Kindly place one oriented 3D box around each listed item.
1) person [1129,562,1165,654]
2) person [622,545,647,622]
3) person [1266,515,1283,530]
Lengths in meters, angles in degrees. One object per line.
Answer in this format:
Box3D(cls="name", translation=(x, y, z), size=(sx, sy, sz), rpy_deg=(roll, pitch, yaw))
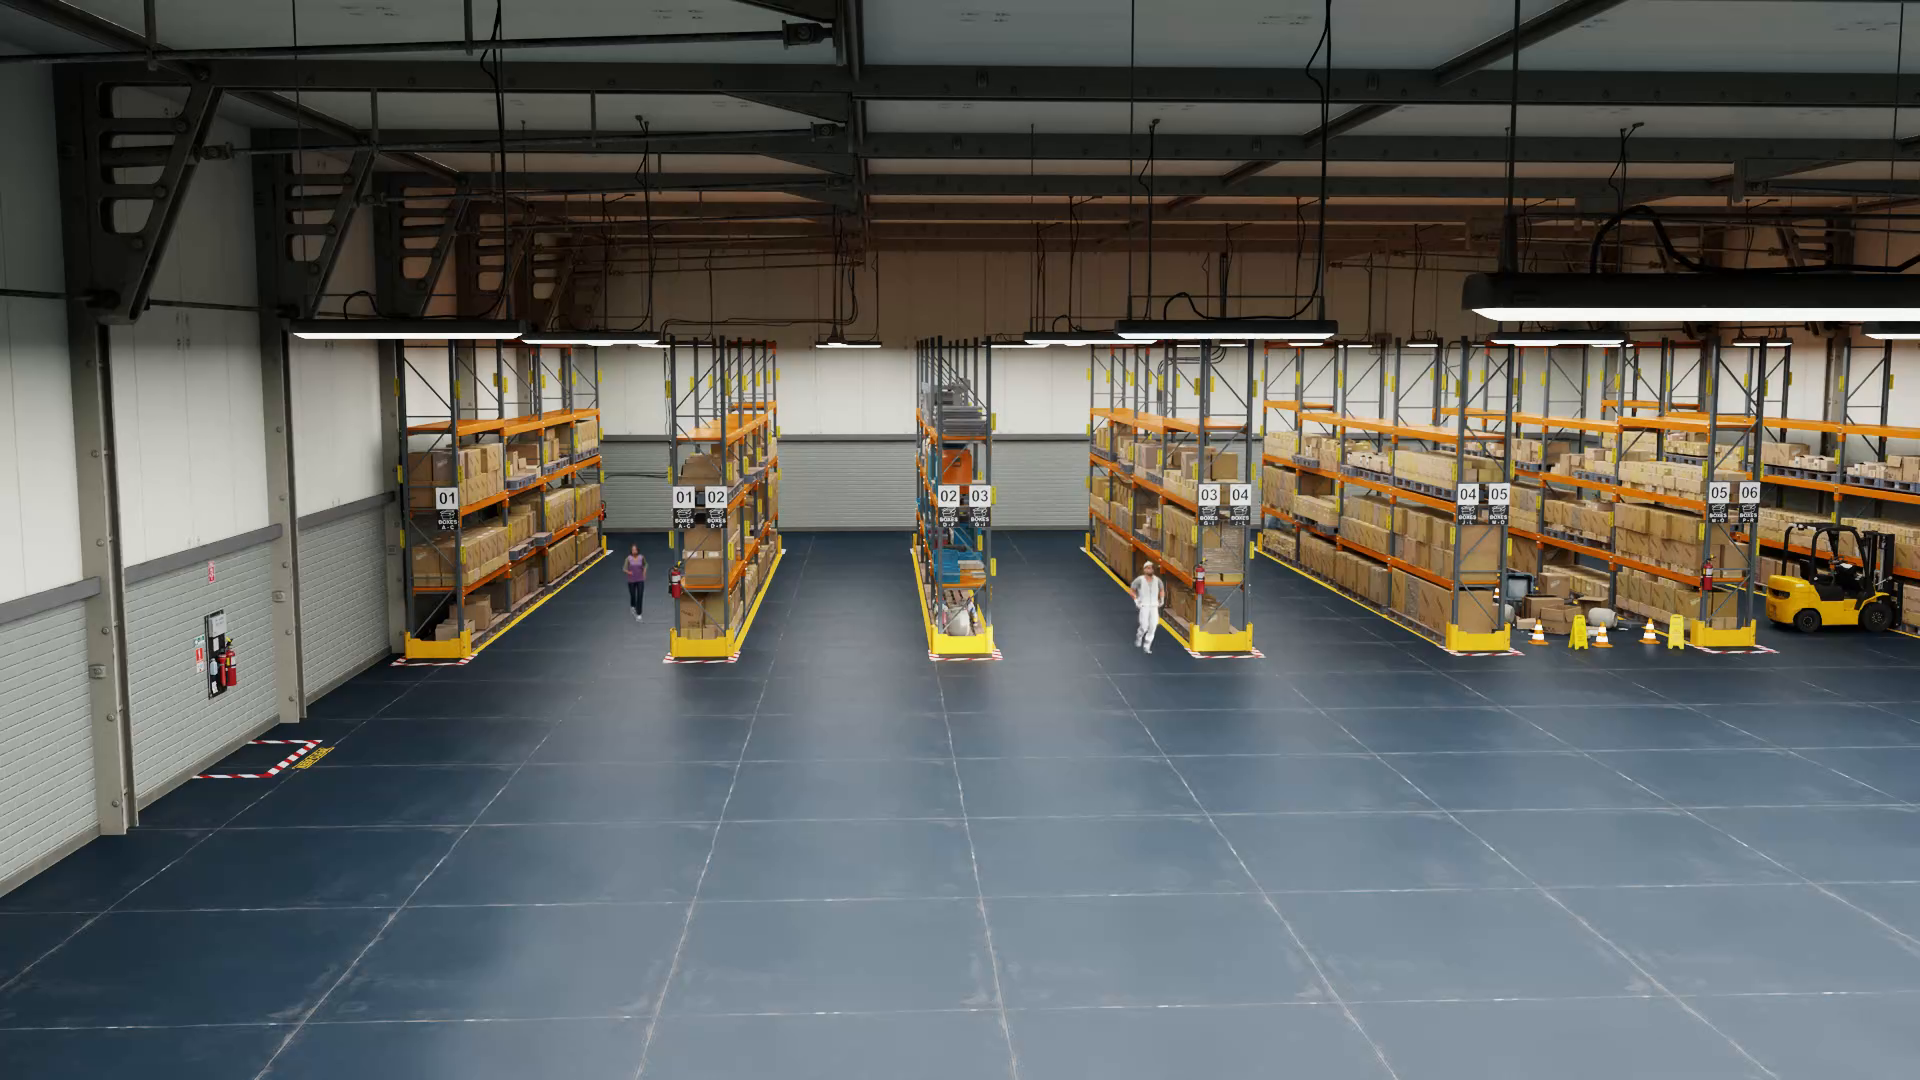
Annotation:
Box3D(cls="person", translation=(3.613, 1.276, 31.750), size=(0.690, 1.723, 0.650), rpy_deg=(-1, 7, -12))
Box3D(cls="person", translation=(-6.928, 0.904, 35.493), size=(0.538, 1.587, 0.877), rpy_deg=(-2, 7, -15))
Box3D(cls="person", translation=(9.283, -0.731, 49.065), size=(0.823, 1.831, 0.692), rpy_deg=(-1, 7, -6))
